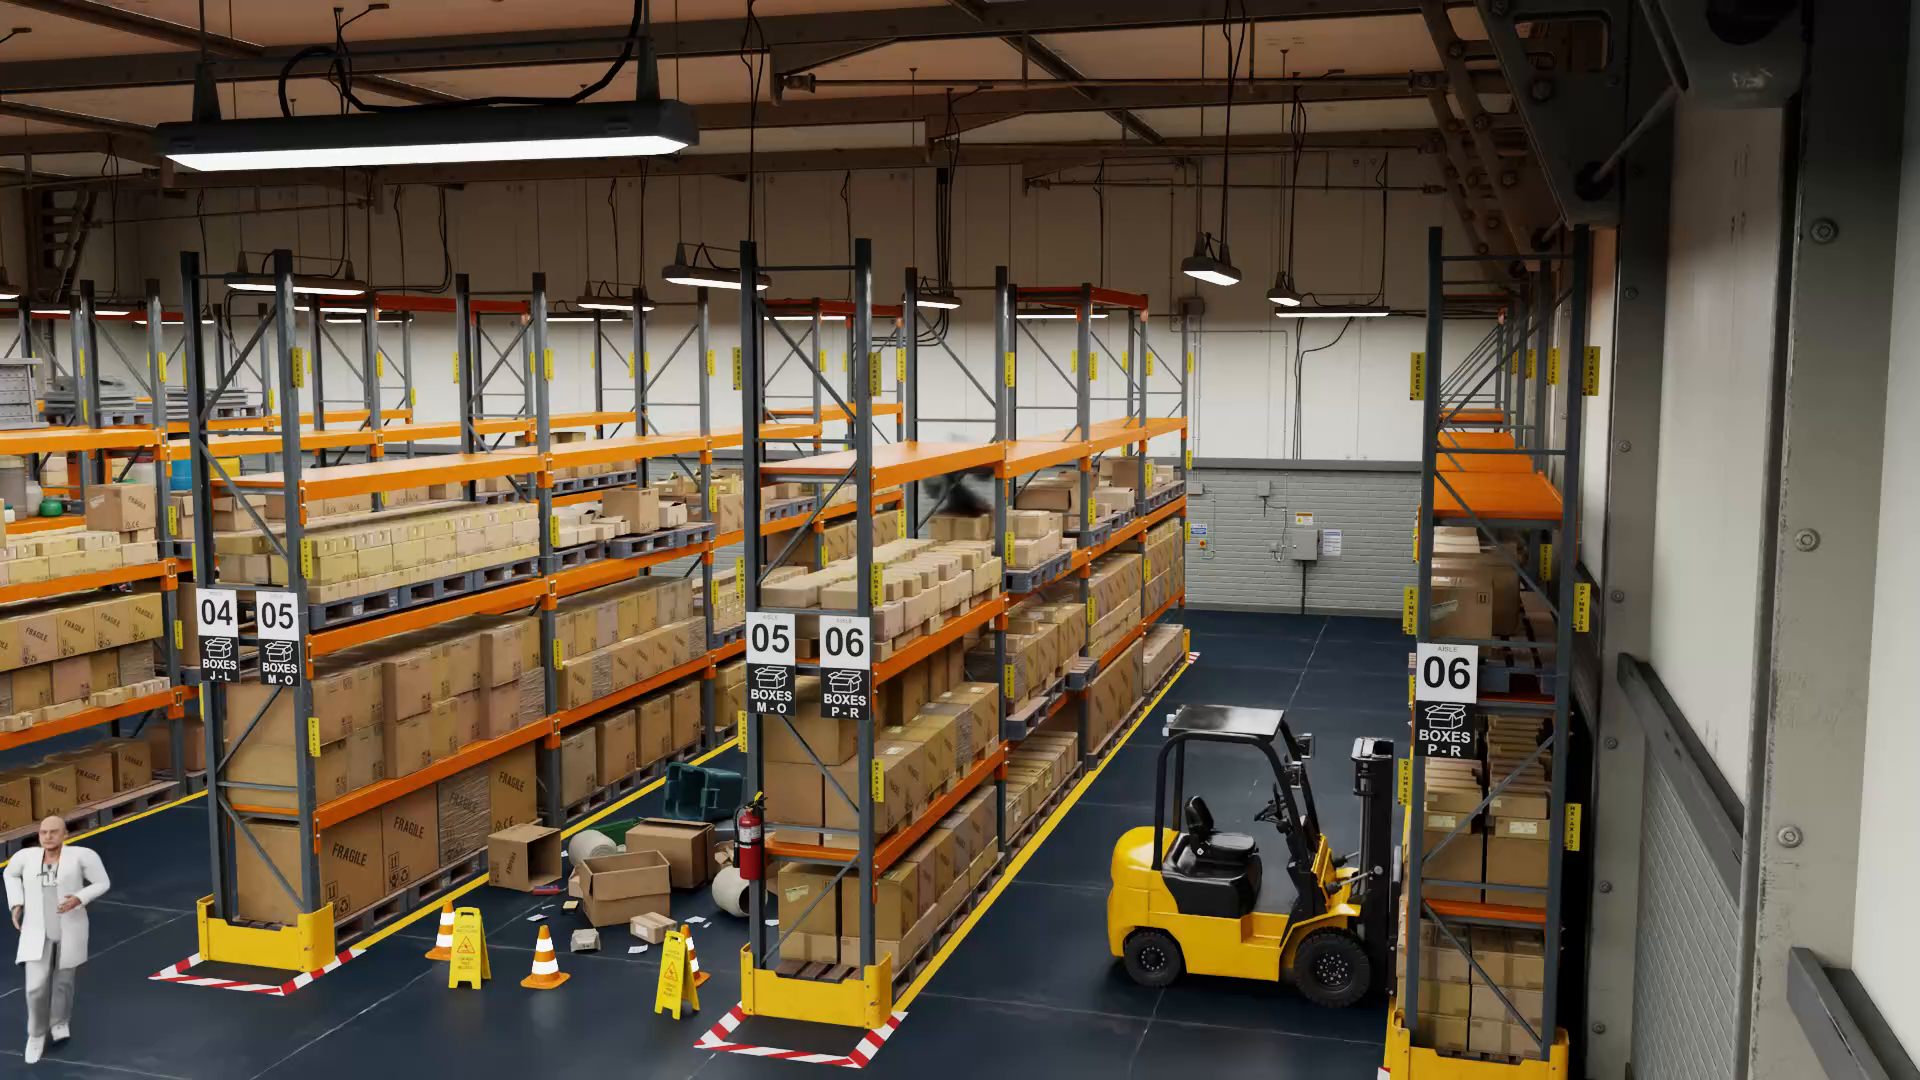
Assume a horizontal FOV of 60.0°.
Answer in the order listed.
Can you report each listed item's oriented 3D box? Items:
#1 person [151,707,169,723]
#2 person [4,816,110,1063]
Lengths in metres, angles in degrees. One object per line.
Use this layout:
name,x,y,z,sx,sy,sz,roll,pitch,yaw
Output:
person,-10.546,1.946,21.810,0.490,1.625,0.711,1,7,11
person,-6.681,2.925,12.315,0.711,1.820,0.742,-3,7,-22
